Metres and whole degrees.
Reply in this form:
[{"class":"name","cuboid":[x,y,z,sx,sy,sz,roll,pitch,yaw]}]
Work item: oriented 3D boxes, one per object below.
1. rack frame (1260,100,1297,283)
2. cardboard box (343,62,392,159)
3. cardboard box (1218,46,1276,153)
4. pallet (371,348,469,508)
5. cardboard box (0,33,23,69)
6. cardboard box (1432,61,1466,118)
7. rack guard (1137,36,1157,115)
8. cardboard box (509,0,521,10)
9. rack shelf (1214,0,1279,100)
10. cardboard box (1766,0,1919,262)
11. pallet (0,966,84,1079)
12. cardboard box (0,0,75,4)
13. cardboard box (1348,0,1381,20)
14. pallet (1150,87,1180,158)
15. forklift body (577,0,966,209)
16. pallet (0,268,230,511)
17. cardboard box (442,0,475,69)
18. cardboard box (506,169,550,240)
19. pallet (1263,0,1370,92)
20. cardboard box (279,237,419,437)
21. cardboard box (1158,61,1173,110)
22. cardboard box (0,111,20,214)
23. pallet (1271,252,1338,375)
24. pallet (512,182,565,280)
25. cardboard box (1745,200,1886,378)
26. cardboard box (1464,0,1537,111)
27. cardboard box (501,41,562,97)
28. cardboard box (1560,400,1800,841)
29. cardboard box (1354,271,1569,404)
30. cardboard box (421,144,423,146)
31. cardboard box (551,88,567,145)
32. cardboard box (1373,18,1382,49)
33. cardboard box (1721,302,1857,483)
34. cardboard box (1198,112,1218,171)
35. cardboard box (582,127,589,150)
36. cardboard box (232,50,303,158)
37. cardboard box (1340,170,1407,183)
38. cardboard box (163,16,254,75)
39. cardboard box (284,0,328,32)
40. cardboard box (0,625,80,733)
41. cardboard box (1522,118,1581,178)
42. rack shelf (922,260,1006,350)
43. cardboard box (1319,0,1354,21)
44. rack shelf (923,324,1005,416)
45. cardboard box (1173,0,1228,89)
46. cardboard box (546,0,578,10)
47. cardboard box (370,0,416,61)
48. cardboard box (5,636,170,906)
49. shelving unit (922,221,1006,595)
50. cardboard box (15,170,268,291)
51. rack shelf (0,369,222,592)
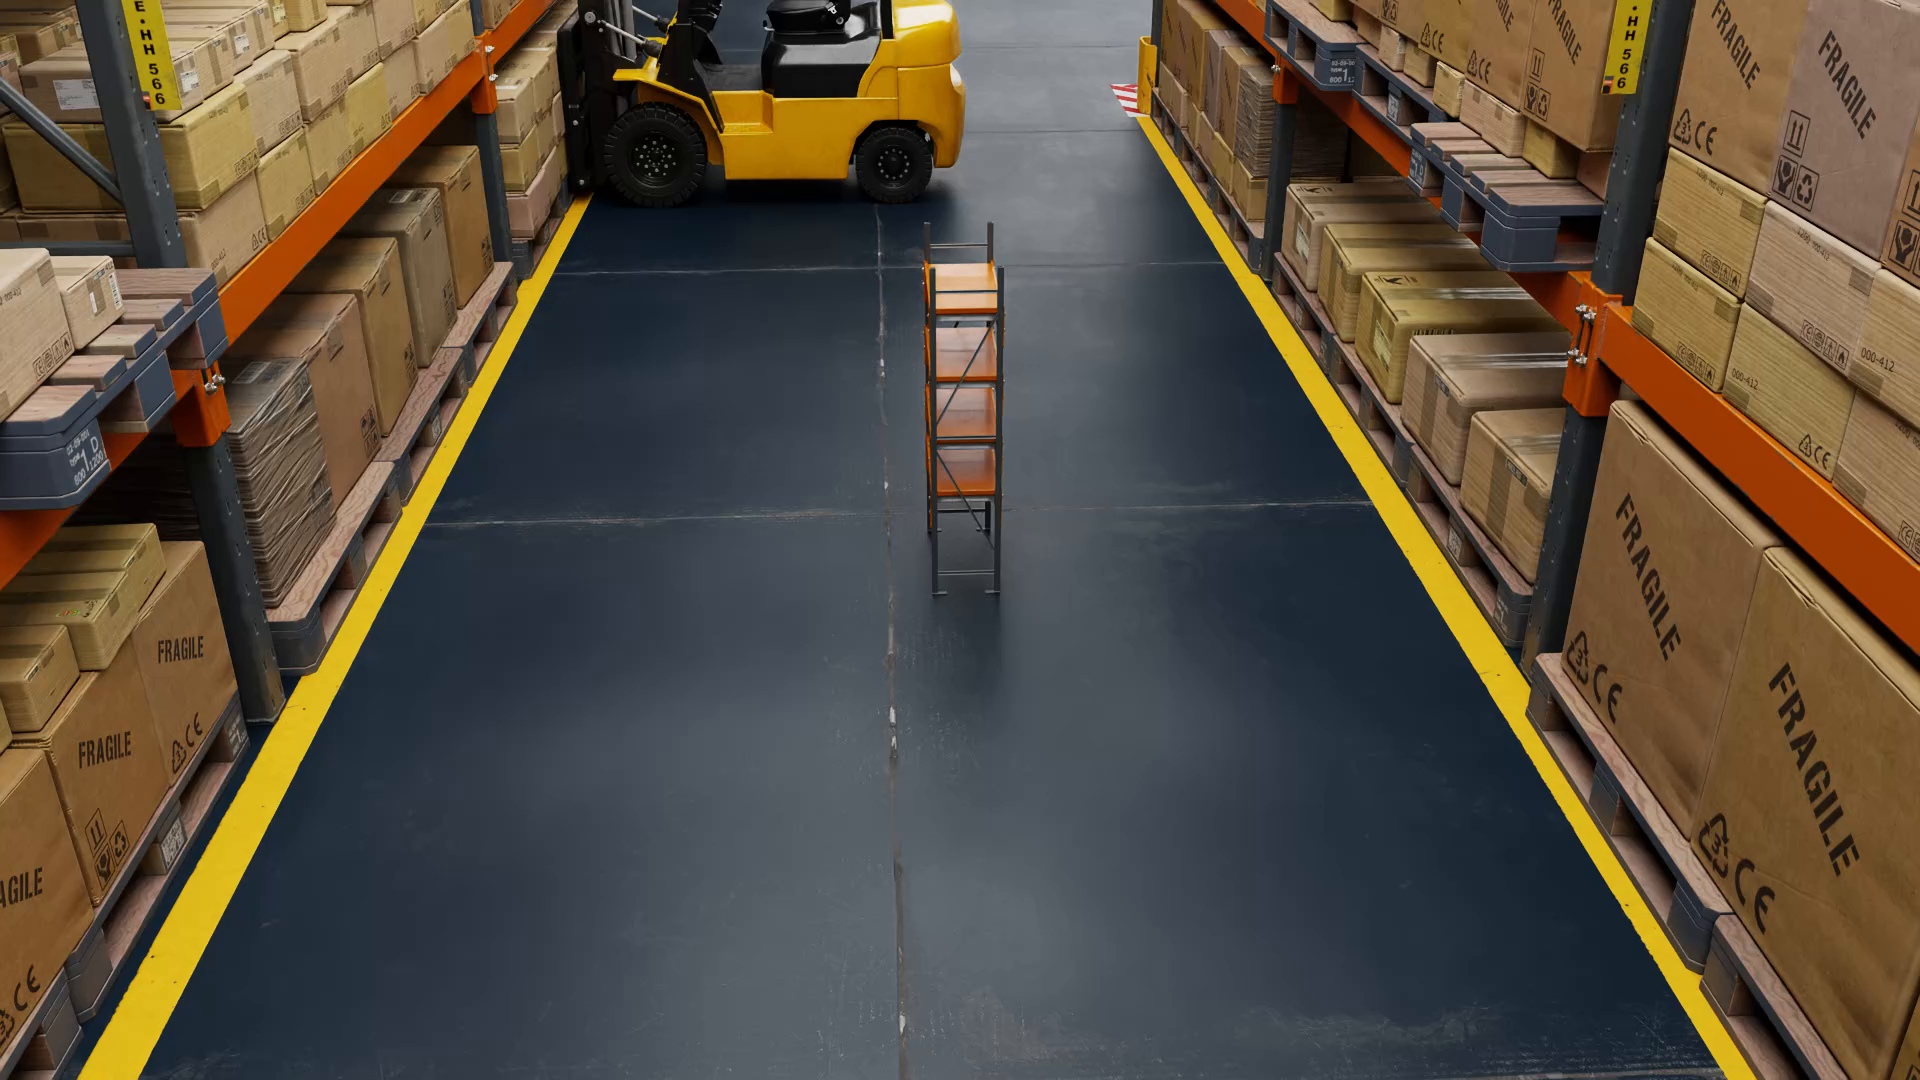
[{"class":"rack frame","cuboid":[2.123,-2.742,8.263,1.000,3.000,0.127,-1,28,-3]},{"class":"cardboard box","cuboid":[-2.485,-1.627,6.288,0.500,0.250,0.500,-1,28,-1]},{"class":"cardboard box","cuboid":[1.796,-2.543,9.590,0.500,0.500,0.500,-1,28,-2]},{"class":"pallet","cuboid":[-2.690,-0.480,6.942,1.003,0.211,1.213,-1,28,-3]},{"class":"cardboard box","cuboid":[-2.969,-1.368,4.821,0.380,0.149,0.250,-1,28,-1]},{"class":"cardboard box","cuboid":[1.902,-1.596,5.883,0.380,0.149,0.250,-1,28,-2]},{"class":"rack guard","cuboid":[1.918,-3.446,12.316,1.175,0.500,0.348,-1,28,-3]},{"class":"cardboard box","cuboid":[-2.640,-3.116,8.873,0.500,0.500,0.500,-1,28,-2]},{"class":"rack shelf","cuboid":[2.018,-3.346,10.201,1.077,0.370,4.000,-1,28,-3]},{"class":"cardboard box","cuboid":[2.149,-0.920,3.580,0.500,0.500,0.500,-1,28,-2]},{"class":"pallet","cuboid":[-2.563,1.371,3.393,1.003,0.211,1.213,-1,28,-3]},{"class":"cardboard box","cuboid":[-2.940,-1.724,5.502,0.380,0.149,0.250,-2,28,-3]},{"class":"cardboard box","cuboid":[1.900,-2.421,6.764,0.500,0.500,0.500,-2,28,-3]},{"class":"pallet","cuboid":[1.925,-2.942,11.662,1.003,0.211,1.213,-1,28,-3]},{"class":"forklift body","cuboid":[-1.122,-3.260,10.174,2.313,2.155,1.214,-1,28,-3]},{"class":"pallet","cuboid":[-2.520,-0.377,3.936,1.213,0.211,1.003,-1,28,-3]},{"class":"cardboard box","cuboid":[-2.546,-2.327,7.631,0.500,0.250,0.500,-1,28,-1]},{"class":"cardboard box","cuboid":[-2.529,-1.819,9.013,0.500,0.250,0.500,-1,28,-2]},{"class":"pallet","cuboid":[2.017,-2.300,7.624,1.003,0.211,1.213,-1,28,-3]},{"class":"cardboard box","cuboid":[-2.721,-0.807,6.668,0.875,0.625,0.625,-2,28,-5]},{"class":"cardboard box","cuboid":[1.680,-3.177,11.617,0.500,0.250,0.500,-2,28,-3]},{"class":"cardboard box","cuboid":[-2.926,-1.129,4.792,0.500,0.250,0.500,-1,28,-2]},{"class":"pallet","cuboid":[2.165,-1.146,8.219,1.003,0.211,1.213,-1,28,-3]},{"class":"pallet","cuboid":[-2.834,-1.752,9.381,1.003,0.211,1.213,-1,28,-3]},{"class":"cardboard box","cuboid":[2.137,-0.571,3.723,0.500,0.250,0.500,-1,28,-1]},{"class":"cardboard box","cuboid":[1.992,-1.699,5.379,0.500,0.500,0.500,-2,28,-3]},{"class":"cardboard box","cuboid":[-2.600,-2.727,9.674,0.500,0.250,0.500,0,28,-1]},{"class":"cardboard box","cuboid":[2.285,0.182,4.500,0.875,0.875,0.875,-2,28,-3]},{"class":"cardboard box","cuboid":[2.232,-0.868,7.058,0.950,0.372,0.625,0,28,-1]},{"class":"cardboard box","cuboid":[-3.064,-2.029,8.875,0.500,0.250,0.500,-2,28,-4]},{"class":"cardboard box","cuboid":[-2.594,-2.505,9.787,0.500,0.250,0.500,-2,28,-3]},{"class":"cardboard box","cuboid":[1.914,-2.075,6.803,0.380,0.149,0.250,-1,28,-2]},{"class":"cardboard box","cuboid":[2.150,-0.359,3.857,0.500,0.250,0.500,-2,28,-4]},{"class":"cardboard box","cuboid":[1.764,-2.456,10.235,0.500,0.250,0.500,-1,28,-2]},{"class":"cardboard box","cuboid":[-2.620,-2.525,10.366,0.500,0.250,0.500,-1,28,-1]},{"class":"cardboard box","cuboid":[-2.429,-1.370,5.255,0.500,0.250,0.500,-1,28,-1]},{"class":"cardboard box","cuboid":[2.362,-1.988,9.337,0.500,0.250,0.500,-3,28,-5]},{"class":"cardboard box","cuboid":[-2.402,-1.501,5.074,0.380,0.149,0.250,-1,28,-1]},{"class":"cardboard box","cuboid":[-2.425,-1.855,5.754,0.380,0.149,0.250,-1,28,-2]},{"class":"cardboard box","cuboid":[-2.331,0.331,3.918,0.380,0.149,0.250,-2,28,-4]},{"class":"cardboard box","cuboid":[1.993,-1.237,5.196,0.380,0.149,0.250,-1,28,-2]},{"class":"rack shelf","cuboid":[0.009,-0.804,5.644,0.258,0.148,0.480,-1,28,-3]},{"class":"cardboard box","cuboid":[1.840,-2.438,7.499,0.380,0.149,0.250,-1,28,-2]},{"class":"rack shelf","cuboid":[0.009,-0.594,5.754,0.258,0.148,0.480,-1,28,-3]},{"class":"cardboard box","cuboid":[1.713,-3.257,10.960,0.500,0.500,0.500,-2,28,-5]},{"class":"cardboard box","cuboid":[-2.675,-3.437,11.034,0.500,0.250,0.500,-1,28,-2]},{"class":"cardboard box","cuboid":[-2.498,-2.081,6.618,0.500,0.250,0.500,-1,28,-2]},{"class":"cardboard box","cuboid":[-2.373,0.571,4.161,0.500,0.500,0.500,-2,28,-3]},{"class":"shelving unit","cuboid":[0.009,-0.456,5.826,0.258,1.200,0.503,-1,28,-3]},{"class":"cardboard box","cuboid":[-2.404,-0.917,4.927,0.500,0.250,0.500,-1,28,-2]},{"class":"rack shelf","cuboid":[-2.521,0.470,2.884,1.077,0.370,4.000,-1,28,-3]}]
